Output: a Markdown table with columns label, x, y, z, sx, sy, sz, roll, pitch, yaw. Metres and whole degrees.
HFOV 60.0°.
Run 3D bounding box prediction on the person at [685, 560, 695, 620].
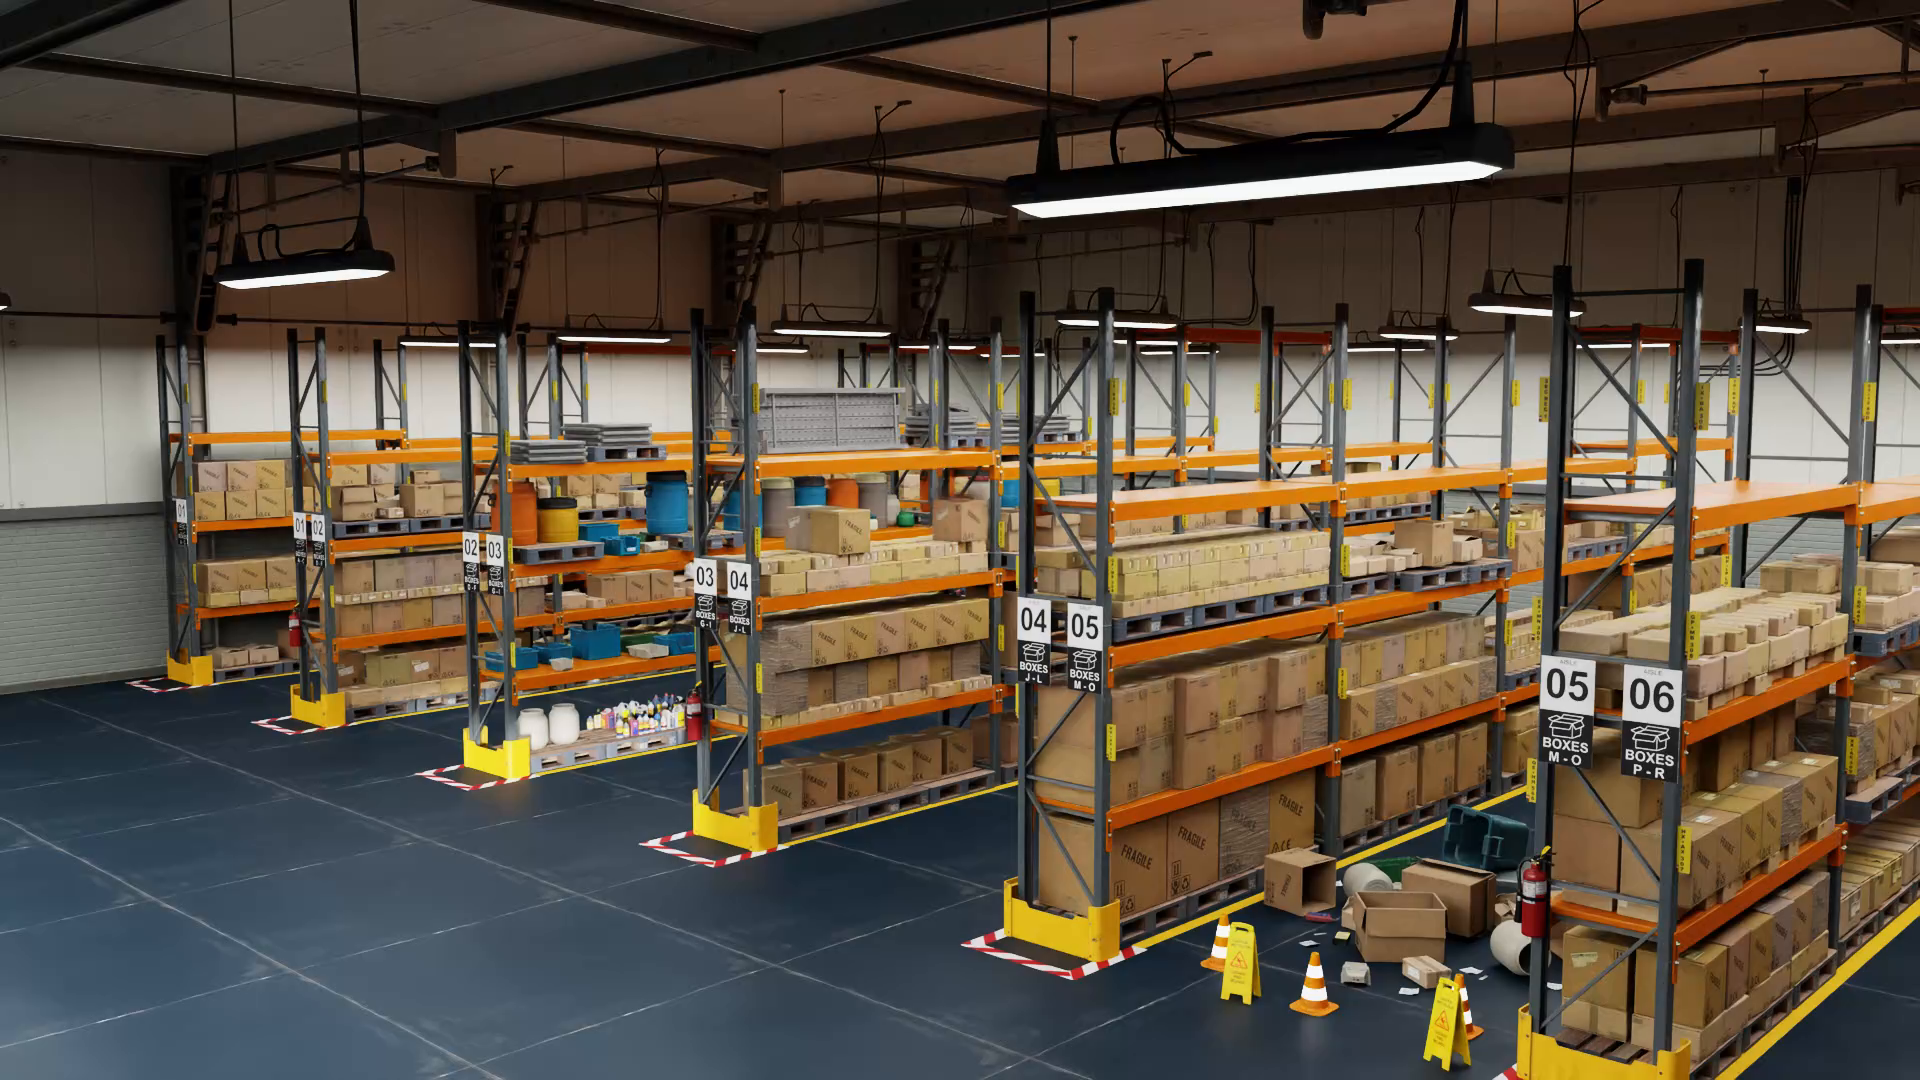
| label | x | y | z | sx | sy | sz | roll | pitch | yaw |
| --- | --- | --- | --- | --- | --- | --- | --- | --- | --- |
| person | -5.621 | 1.075 | 34.703 | 0.490 | 1.679 | 0.503 | -2 | 6 | -23 |
